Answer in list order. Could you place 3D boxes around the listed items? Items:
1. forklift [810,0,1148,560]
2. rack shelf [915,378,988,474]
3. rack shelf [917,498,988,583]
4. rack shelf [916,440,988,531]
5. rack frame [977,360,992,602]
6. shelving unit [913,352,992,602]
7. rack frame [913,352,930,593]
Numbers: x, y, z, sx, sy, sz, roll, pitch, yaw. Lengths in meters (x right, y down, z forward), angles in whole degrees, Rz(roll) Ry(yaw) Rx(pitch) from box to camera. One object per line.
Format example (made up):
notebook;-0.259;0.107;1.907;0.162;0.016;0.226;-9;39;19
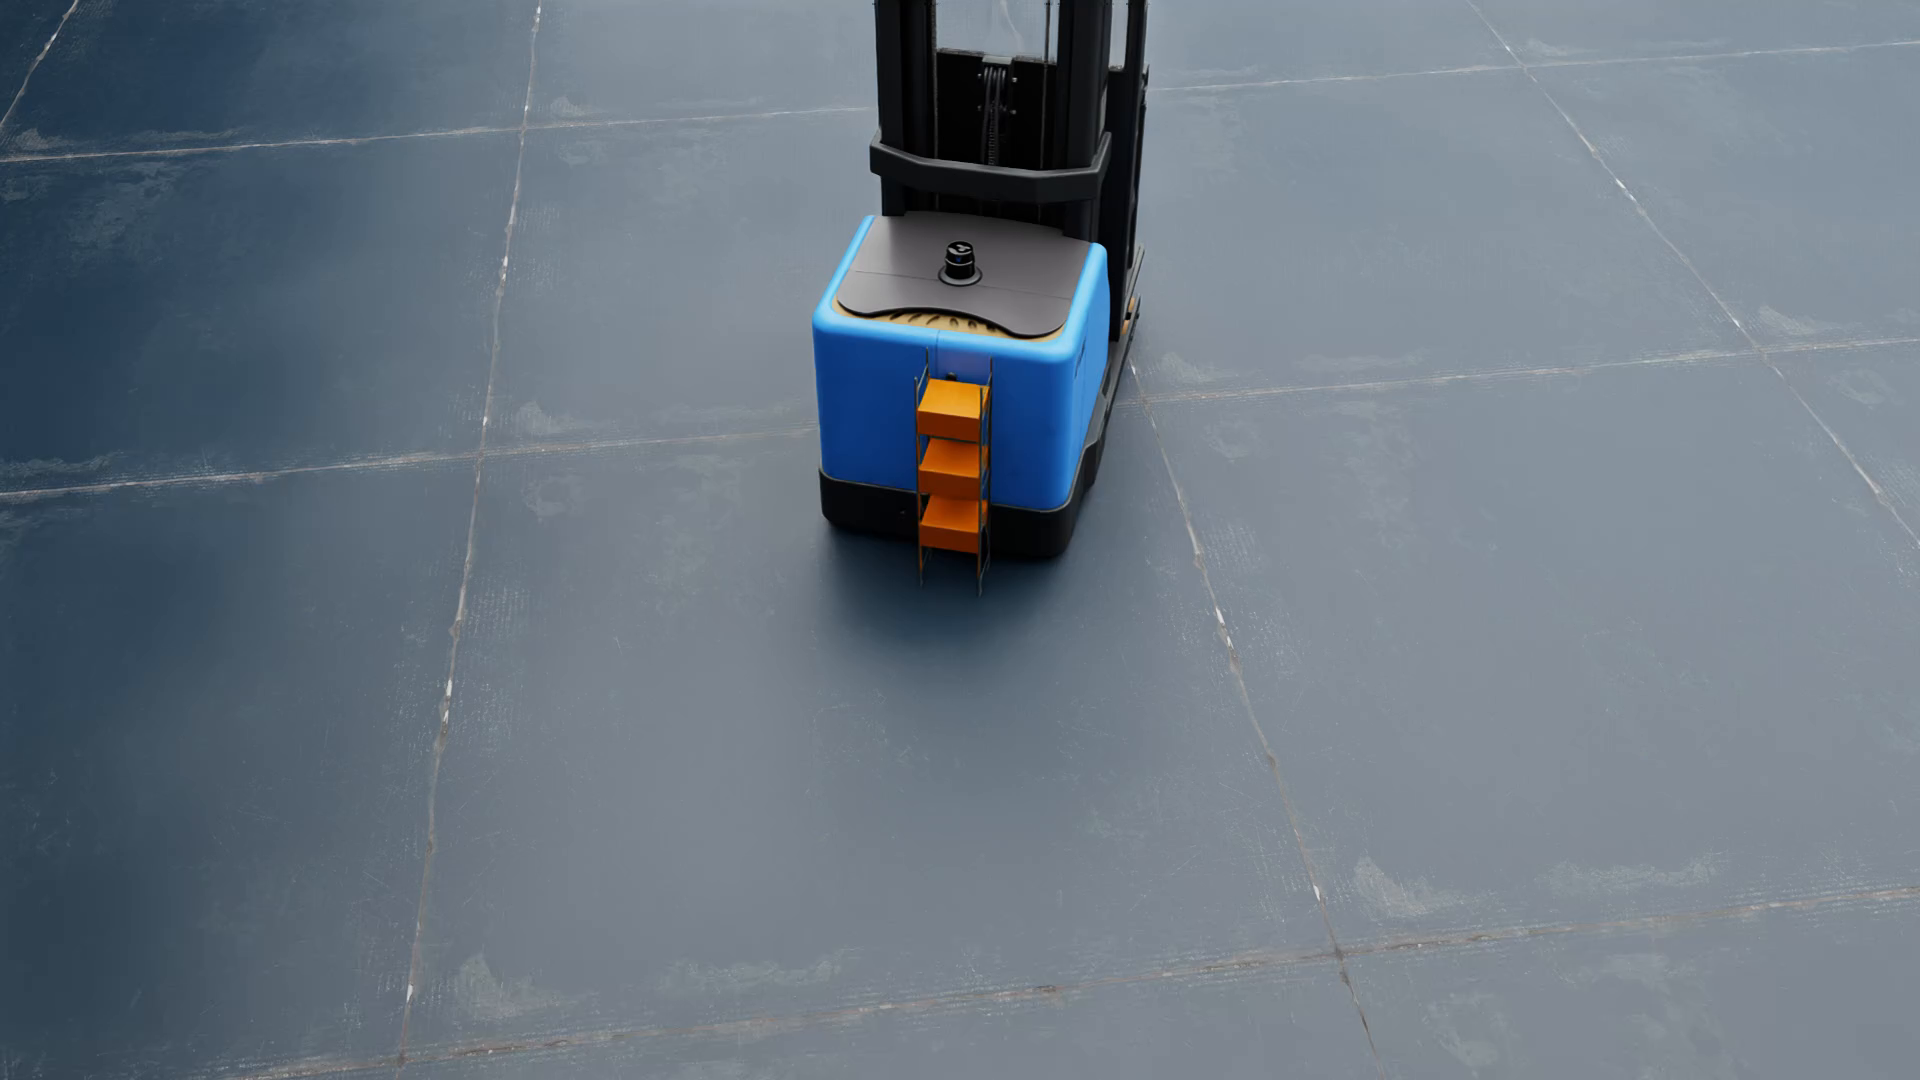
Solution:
forklift;0.249;-2.004;6.981;1.130;2.935;3.031;9;43;10
rack shelf;-0.027;-0.427;6.229;0.240;0.259;0.215;8;43;9
rack shelf;-0.027;-0.010;6.605;0.240;0.259;0.215;8;43;9
rack shelf;-0.027;-0.216;6.419;0.240;0.259;0.215;8;43;9
rack frame;0.092;-0.207;6.393;0.008;1.050;0.200;8;43;9
shelving unit;-0.027;-0.224;6.412;0.252;1.050;0.215;8;43;9
rack frame;-0.147;-0.242;6.431;0.008;1.050;0.200;8;43;9
